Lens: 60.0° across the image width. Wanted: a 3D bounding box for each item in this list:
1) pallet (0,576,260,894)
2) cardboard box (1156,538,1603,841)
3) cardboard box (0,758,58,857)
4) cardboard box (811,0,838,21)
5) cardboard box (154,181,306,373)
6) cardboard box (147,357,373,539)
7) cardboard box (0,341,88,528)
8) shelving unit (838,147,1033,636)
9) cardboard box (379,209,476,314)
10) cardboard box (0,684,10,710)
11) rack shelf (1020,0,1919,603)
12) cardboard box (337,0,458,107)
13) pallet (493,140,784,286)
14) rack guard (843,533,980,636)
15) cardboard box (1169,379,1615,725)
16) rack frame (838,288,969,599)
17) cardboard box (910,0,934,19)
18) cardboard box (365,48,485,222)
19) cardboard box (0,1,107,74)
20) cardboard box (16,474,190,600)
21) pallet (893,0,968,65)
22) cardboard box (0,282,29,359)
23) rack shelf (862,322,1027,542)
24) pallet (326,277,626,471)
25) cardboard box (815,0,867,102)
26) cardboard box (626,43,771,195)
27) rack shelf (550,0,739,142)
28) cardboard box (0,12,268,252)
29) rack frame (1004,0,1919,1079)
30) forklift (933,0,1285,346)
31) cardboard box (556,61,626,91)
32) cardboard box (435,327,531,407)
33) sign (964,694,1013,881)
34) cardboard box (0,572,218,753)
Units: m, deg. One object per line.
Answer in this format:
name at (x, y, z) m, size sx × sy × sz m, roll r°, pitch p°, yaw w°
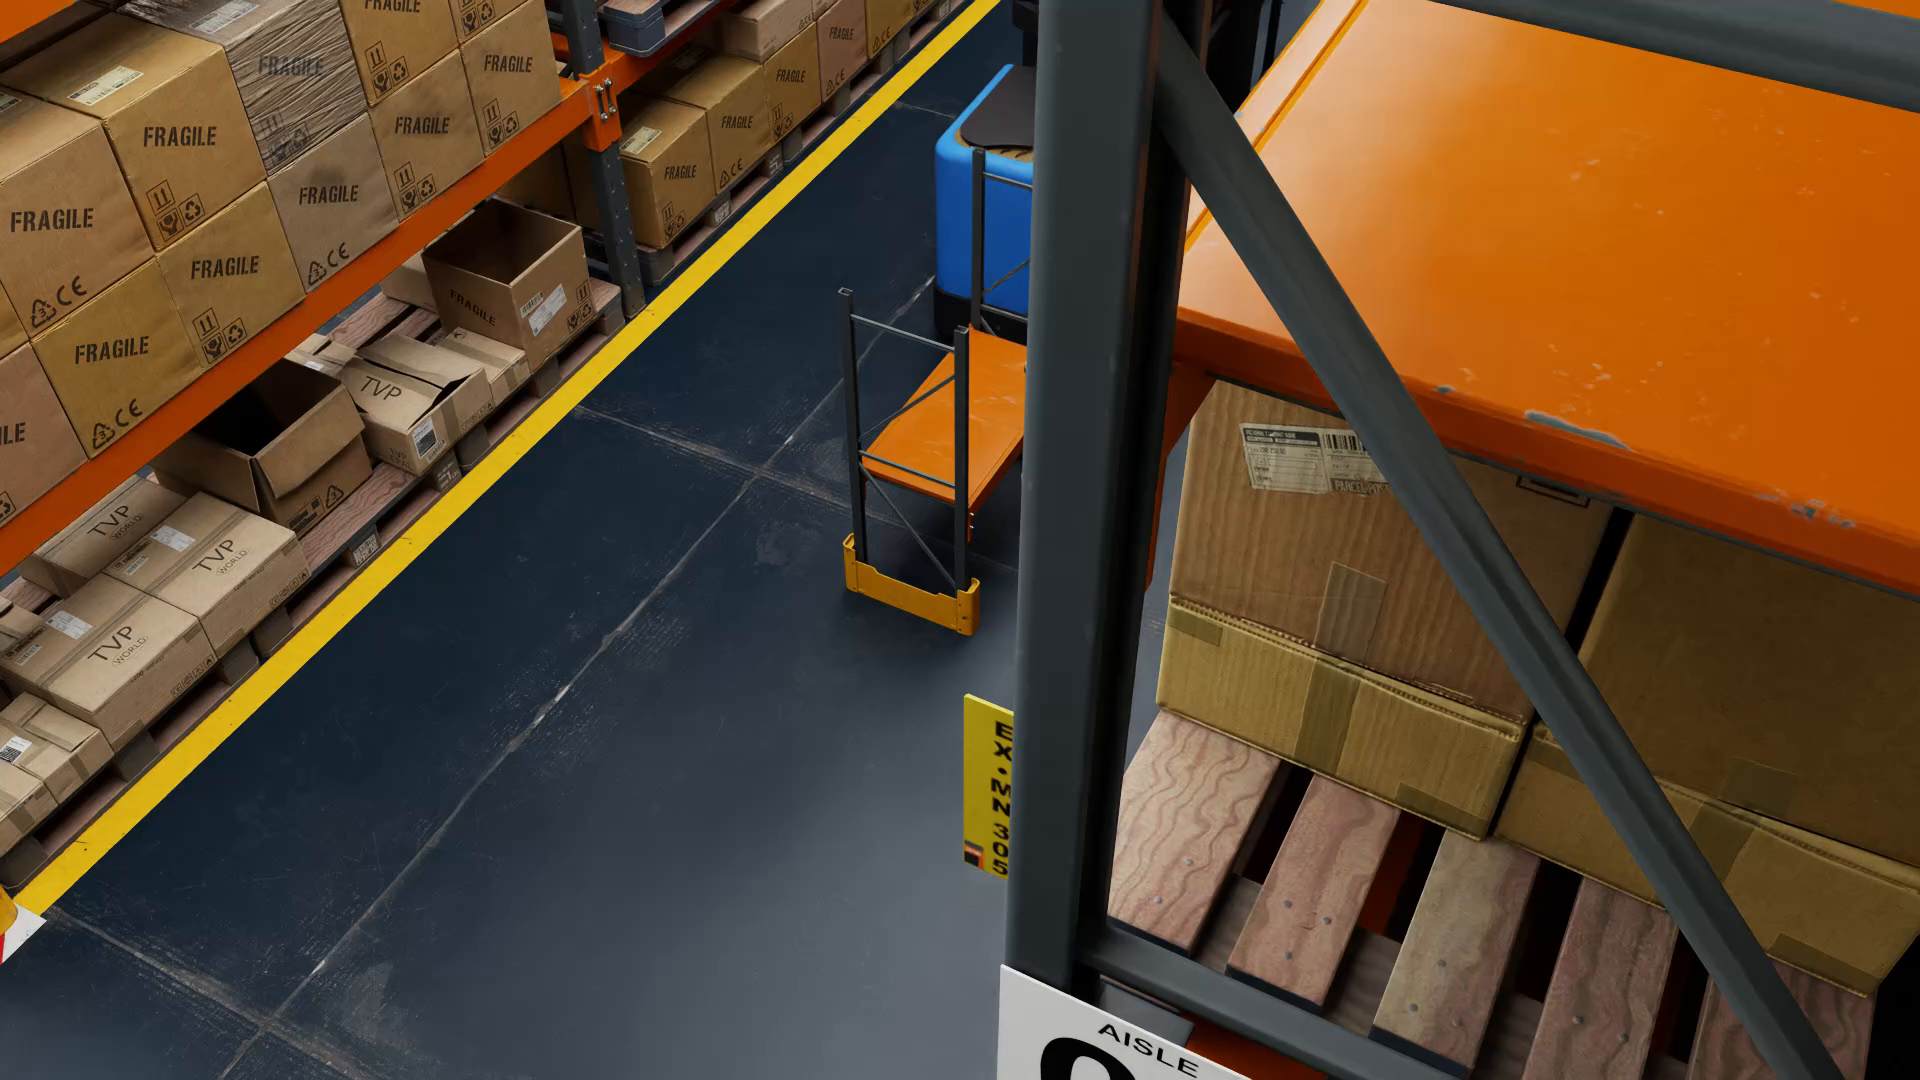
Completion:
pallet at (-3.461, 0.625, 6.264) m, size 1.003 × 0.211 × 1.213 m, roll 20°, pitch 49°, yaw 19°
cardboard box at (0.629, 0.094, 2.458) m, size 0.500 × 0.250 × 0.500 m, roll 22°, pitch 49°, yaw 20°
cardboard box at (-3.367, 0.892, 5.735) m, size 0.380 × 0.149 × 0.250 m, roll 20°, pitch 49°, yaw 19°
cardboard box at (-0.872, -3.035, 8.842) m, size 0.500 × 0.250 × 0.500 m, roll 20°, pitch 49°, yaw 18°
cardboard box at (-2.722, -0.989, 5.828) m, size 0.500 × 0.500 × 0.500 m, roll 21°, pitch 49°, yaw 20°
cardboard box at (-2.876, -0.417, 6.779) m, size 0.797 × 0.503 × 0.637 m, roll 20°, pitch 49°, yaw 19°
cardboard box at (-3.191, -0.360, 5.206) m, size 0.500 × 0.500 × 0.500 m, roll 20°, pitch 49°, yaw 19°
shelving unit at (0.035, -0.575, 6.544) m, size 0.587 × 1.500 × 1.083 m, roll 20°, pitch 49°, yaw 19°
cardboard box at (-2.395, -1.342, 7.828) m, size 0.500 × 0.311 × 0.500 m, roll 20°, pitch 49°, yaw 19°
cardboard box at (-3.831, 0.495, 5.880) m, size 0.500 × 0.500 × 0.500 m, roll 20°, pitch 49°, yaw 19°
rack shelf at (1.452, -1.147, 2.624) m, size 1.077 × 0.370 × 4.000 m, roll 20°, pitch 49°, yaw 19°
cardboard box at (-2.249, -1.984, 6.109) m, size 0.500 × 0.500 × 0.500 m, roll 20°, pitch 49°, yaw 18°
pallet at (-1.664, -1.870, 8.730) m, size 1.003 × 0.211 × 1.213 m, roll 20°, pitch 49°, yaw 19°
rack guard at (-0.196, 0.178, 6.678) m, size 0.587 × 0.250 × 0.087 m, roll 20°, pitch 49°, yaw 19°
cardboard box at (0.622, -0.171, 2.194) m, size 0.500 × 0.500 × 0.500 m, roll 20°, pitch 49°, yaw 19°
rack frame at (-0.196, -0.261, 6.233) m, size 0.500 × 1.500 × 0.032 m, roll 20°, pitch 49°, yaw 19°
cardboard box at (-0.378, -3.454, 9.783) m, size 0.500 × 0.500 × 0.500 m, roll 22°, pitch 49°, yaw 21°
cardboard box at (-2.251, -1.635, 6.467) m, size 0.500 × 0.500 × 0.500 m, roll 22°, pitch 49°, yaw 20°
cardboard box at (-3.194, -1.533, 5.663) m, size 0.500 × 0.500 × 0.500 m, roll 22°, pitch 49°, yaw 20°
cardboard box at (-3.364, -0.006, 6.551) m, size 0.500 × 0.250 × 0.500 m, roll 20°, pitch 49°, yaw 19°
pallet at (-0.532, -3.407, 10.249) m, size 1.003 × 0.211 × 1.213 m, roll 20°, pitch 49°, yaw 19°
cardboard box at (-3.190, -0.716, 4.855) m, size 0.500 × 0.500 × 0.500 m, roll 21°, pitch 49°, yaw 19°
rack shelf at (0.040, -0.455, 6.678) m, size 0.538 × 0.185 × 1.000 m, roll 20°, pitch 49°, yaw 19°
pallet at (-2.328, -0.913, 7.784) m, size 1.003 × 0.211 × 1.213 m, roll 20°, pitch 49°, yaw 19°
cardboard box at (-0.857, -2.796, 9.132) m, size 0.500 × 0.500 × 0.500 m, roll 19°, pitch 48°, yaw 18°
cardboard box at (-1.330, -2.165, 8.509) m, size 0.500 × 0.500 × 0.500 m, roll 21°, pitch 49°, yaw 20°
rack shelf at (-1.080, -3.332, 8.720) m, size 1.077 × 0.370 × 4.000 m, roll 20°, pitch 49°, yaw 19°
cardboard box at (-2.718, -1.350, 5.482) m, size 0.500 × 0.500 × 0.500 m, roll 20°, pitch 49°, yaw 19°
rack frame at (0.524, -0.281, 0.981) m, size 1.000 × 3.000 × 0.127 m, roll 20°, pitch 49°, yaw 19°
forklift at (0.964, -2.799, 7.735) m, size 1.130 × 2.935 × 3.031 m, roll 19°, pitch 48°, yaw 18°
cardboard box at (-1.796, -2.315, 8.657) m, size 0.500 × 0.500 × 0.500 m, roll 21°, pitch 49°, yaw 19°
cardboard box at (-2.143, -0.769, 7.376) m, size 0.380 × 0.149 × 0.250 m, roll 20°, pitch 49°, yaw 19°
sign at (0.050, 0.302, 1.946) m, size 0.100 × 0.325 × 0.005 m, roll 20°, pitch 49°, yaw 19°
cardboard box at (-3.130, 0.443, 6.107) m, size 0.500 × 0.250 × 0.500 m, roll 20°, pitch 49°, yaw 19°
